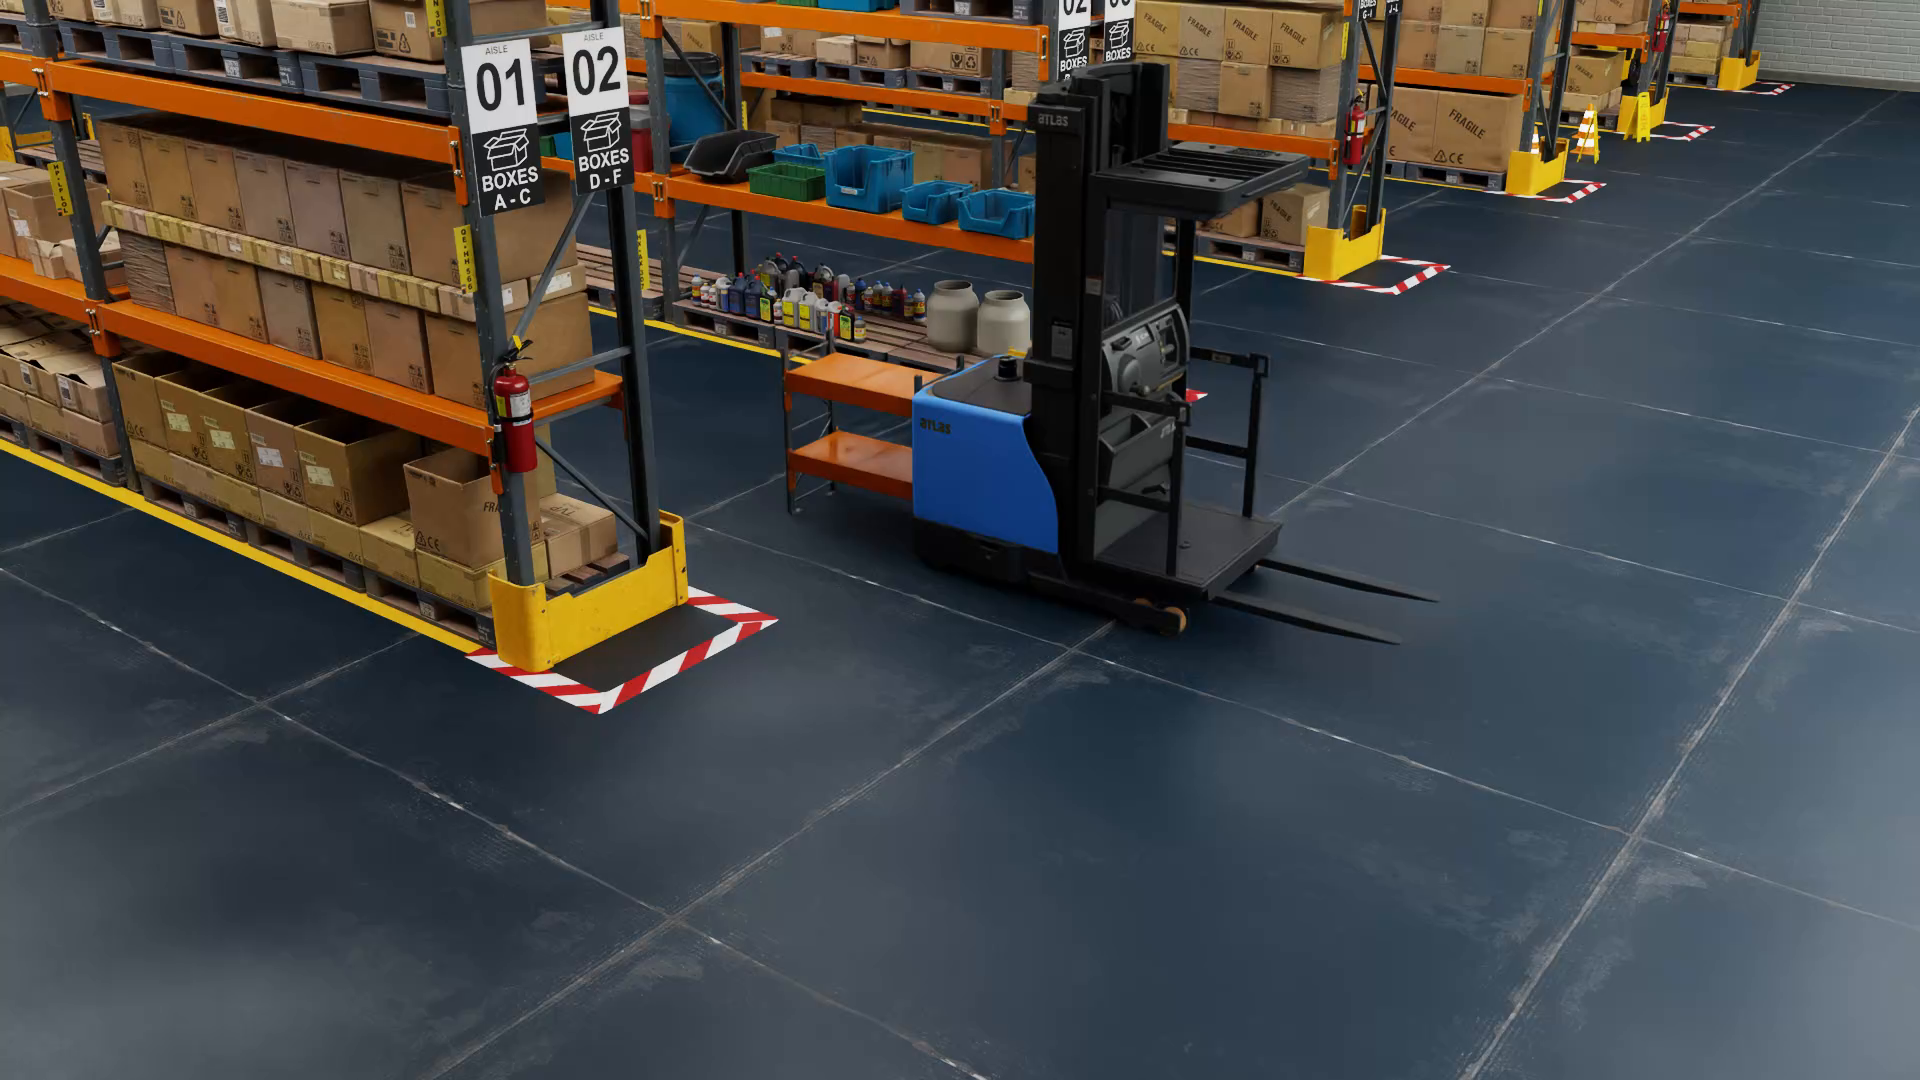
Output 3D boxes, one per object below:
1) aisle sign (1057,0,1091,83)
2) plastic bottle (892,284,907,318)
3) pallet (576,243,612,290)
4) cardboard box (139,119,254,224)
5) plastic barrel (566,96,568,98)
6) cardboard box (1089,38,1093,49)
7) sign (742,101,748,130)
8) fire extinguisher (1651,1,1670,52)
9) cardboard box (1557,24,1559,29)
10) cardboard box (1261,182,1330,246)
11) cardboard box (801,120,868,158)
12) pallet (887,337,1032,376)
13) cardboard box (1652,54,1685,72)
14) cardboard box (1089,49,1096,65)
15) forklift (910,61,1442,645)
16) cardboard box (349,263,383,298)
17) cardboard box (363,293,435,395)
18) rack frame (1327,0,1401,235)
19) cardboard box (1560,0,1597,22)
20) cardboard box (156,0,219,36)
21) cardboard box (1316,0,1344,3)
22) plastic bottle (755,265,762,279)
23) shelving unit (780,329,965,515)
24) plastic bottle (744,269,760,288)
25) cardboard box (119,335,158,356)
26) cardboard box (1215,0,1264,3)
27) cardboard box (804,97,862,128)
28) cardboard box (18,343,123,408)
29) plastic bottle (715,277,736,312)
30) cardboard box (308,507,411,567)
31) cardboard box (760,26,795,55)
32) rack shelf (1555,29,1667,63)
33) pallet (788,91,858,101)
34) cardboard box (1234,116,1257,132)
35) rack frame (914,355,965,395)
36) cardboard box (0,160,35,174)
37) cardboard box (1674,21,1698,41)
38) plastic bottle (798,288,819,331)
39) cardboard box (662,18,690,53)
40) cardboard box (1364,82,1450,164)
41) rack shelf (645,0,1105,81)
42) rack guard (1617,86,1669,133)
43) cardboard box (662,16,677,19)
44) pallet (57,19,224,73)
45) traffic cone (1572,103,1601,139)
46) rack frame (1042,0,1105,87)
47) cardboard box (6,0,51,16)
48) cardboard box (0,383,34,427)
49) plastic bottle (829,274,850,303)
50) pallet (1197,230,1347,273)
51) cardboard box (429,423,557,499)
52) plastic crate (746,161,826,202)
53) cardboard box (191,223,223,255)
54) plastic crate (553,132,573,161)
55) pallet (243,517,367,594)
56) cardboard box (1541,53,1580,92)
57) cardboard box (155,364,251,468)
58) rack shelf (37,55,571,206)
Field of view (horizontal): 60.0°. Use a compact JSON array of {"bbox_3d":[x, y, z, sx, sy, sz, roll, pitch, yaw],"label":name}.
[{"bbox_3d":[0.797,-3.566,11.579,0.004,0.787,0.394,17,29,33],"label":"aisle sign"},{"bbox_3d":[-0.516,-2.048,14.180,0.133,0.283,0.061,17,29,34],"label":"plastic bottle"},{"bbox_3d":[-3.915,-2.653,16.189,1.213,0.211,1.003,17,29,33],"label":"pallet"},{"bbox_3d":[-4.493,-2.272,10.133,0.500,0.500,0.700,17,29,33],"label":"cardboard box"},{"bbox_3d":[-3.504,-3.999,15.616,0.433,0.535,0.433,0,24,0],"label":"plastic barrel"},{"bbox_3d":[1.296,-5.383,17.194,0.500,0.500,0.500,17,29,33],"label":"cardboard box"},{"bbox_3d":[-1.944,-3.759,14.896,0.005,0.325,0.100,17,29,33],"label":"sign"},{"bbox_3d":[9.647,-7.074,22.859,0.183,0.674,0.296,17,29,33],"label":"fire extinguisher"},{"bbox_3d":[8.598,-7.446,23.920,0.250,0.149,0.380,17,29,34],"label":"cardboard box"},{"bbox_3d":[3.399,-3.293,16.761,0.500,0.500,0.500,-20,31,-38],"label":"cardboard box"},{"bbox_3d":[-1.514,-4.794,20.145,0.500,0.500,0.700,14,27,29],"label":"cardboard box"},{"bbox_3d":[0.182,-1.415,13.379,1.213,0.211,1.003,17,29,33],"label":"pallet"},{"bbox_3d":[11.848,-7.957,27.656,0.500,0.250,0.500,17,29,33],"label":"cardboard box"},{"bbox_3d":[1.389,-4.976,17.510,0.500,0.500,0.875,17,29,33],"label":"cardboard box"},{"bbox_3d":[1.212,-1.047,9.170,3.031,2.935,1.130,15,28,30],"label":"forklift"},{"bbox_3d":[-3.091,-1.452,9.077,0.250,0.149,0.380,17,29,34],"label":"cardboard box"},{"bbox_3d":[-2.845,-1.181,9.265,0.500,0.500,0.700,18,29,35],"label":"cardboard box"},{"bbox_3d":[3.888,-4.088,15.987,0.127,3.000,1.000,17,29,33],"label":"rack frame"},{"bbox_3d":[8.834,-7.632,23.538,0.500,0.500,0.500,17,29,33],"label":"cardboard box"},{"bbox_3d":[-4.015,-3.097,9.195,0.637,0.503,0.797,21,31,39],"label":"cardboard box"},{"bbox_3d":[4.877,-6.823,20.669,0.550,0.550,0.875,17,29,33],"label":"cardboard box"},{"bbox_3d":[-1.806,-2.391,15.060,0.097,0.201,0.097,0,24,0],"label":"plastic bottle"},{"bbox_3d":[-0.546,-0.650,10.510,1.048,1.125,0.538,15,28,30],"label":"shelving unit"},{"bbox_3d":[-1.800,-2.164,14.359,0.185,0.351,0.144,17,29,33],"label":"plastic bottle"},{"bbox_3d":[-5.835,-1.354,11.975,0.500,0.311,0.500,16,29,33],"label":"cardboard box"},{"bbox_3d":[2.815,-5.192,16.759,0.500,0.500,0.500,17,29,33],"label":"cardboard box"},{"bbox_3d":[-1.529,-5.146,20.012,0.500,0.250,0.500,21,31,39],"label":"cardboard box"},{"bbox_3d":[-6.173,-1.180,11.580,0.500,0.311,0.500,18,29,35],"label":"cardboard box"},{"bbox_3d":[-2.016,-2.124,14.362,0.135,0.276,0.152,18,30,35],"label":"plastic bottle"},{"bbox_3d":[-3.471,-0.098,9.821,0.500,0.250,0.500,17,29,33],"label":"cardboard box"},{"bbox_3d":[-2.057,-6.143,20.006,0.500,0.500,0.500,13,27,27],"label":"cardboard box"},{"bbox_3d":[8.231,-7.440,24.486,4.000,0.370,1.077,17,29,33],"label":"rack shelf"},{"bbox_3d":[-2.035,-7.102,26.285,1.213,0.211,1.003,17,29,33],"label":"pallet"},{"bbox_3d":[2.915,-4.145,16.428,0.250,0.149,0.380,17,29,33],"label":"cardboard box"},{"bbox_3d":[-0.122,-0.537,10.252,0.032,1.125,0.500,15,28,30],"label":"rack frame"},{"bbox_3d":[-7.105,-2.473,12.196,0.500,0.500,0.500,15,28,31],"label":"cardboard box"},{"bbox_3d":[11.838,-8.411,27.449,0.500,0.250,0.500,17,29,34],"label":"cardboard box"},{"bbox_3d":[-1.246,-1.924,13.815,0.185,0.351,0.144,18,30,35],"label":"plastic bottle"},{"bbox_3d":[-3.452,-6.230,20.725,0.500,0.500,0.500,17,29,33],"label":"cardboard box"},{"bbox_3d":[5.656,-5.238,20.712,0.875,0.875,0.875,16,29,32],"label":"cardboard box"},{"bbox_3d":[-0.683,-4.017,12.998,4.000,0.370,1.077,17,29,33],"label":"rack shelf"},{"bbox_3d":[9.771,-6.160,23.789,0.348,0.500,1.175,17,29,33],"label":"rack guard"},{"bbox_3d":[-3.608,-6.868,20.928,0.637,0.503,0.797,18,29,34],"label":"cardboard box"},{"bbox_3d":[-4.559,-2.994,9.894,1.213,0.211,1.003,17,29,33],"label":"pallet"},{"bbox_3d":[8.714,-5.812,23.046,0.334,0.463,0.336,17,29,33],"label":"traffic cone"},{"bbox_3d":[0.918,-2.490,12.360,0.127,3.000,1.000,17,29,33],"label":"rack frame"},{"bbox_3d":[-5.744,-3.508,10.616,0.500,0.250,0.500,21,31,39],"label":"cardboard box"},{"bbox_3d":[-6.576,-1.047,11.975,0.500,0.250,0.500,18,29,34],"label":"cardboard box"},{"bbox_3d":[-1.055,-2.184,14.499,0.135,0.276,0.152,17,29,34],"label":"plastic bottle"},{"bbox_3d":[3.199,-3.038,17.062,1.213,0.211,1.003,17,29,33],"label":"pallet"},{"bbox_3d":[-2.753,-0.492,9.784,0.500,0.500,0.500,17,29,33],"label":"cardboard box"},{"bbox_3d":[-1.366,-2.941,13.646,0.662,0.188,0.450,17,29,33],"label":"plastic crate"},{"bbox_3d":[-4.340,-1.828,9.930,0.250,0.149,0.380,16,28,32],"label":"cardboard box"},{"bbox_3d":[-3.352,-3.616,14.936,0.575,0.384,0.392,17,29,33],"label":"plastic crate"},{"bbox_3d":[-3.665,-0.083,10.356,1.213,0.211,1.003,17,29,33],"label":"pallet"},{"bbox_3d":[8.615,-6.797,24.095,0.500,0.500,0.500,18,30,35],"label":"cardboard box"},{"bbox_3d":[-4.669,-0.806,10.496,0.500,0.500,0.500,17,29,33],"label":"cardboard box"},{"bbox_3d":[-3.656,-2.420,9.373,4.000,0.370,1.077,17,29,33],"label":"rack shelf"}]
